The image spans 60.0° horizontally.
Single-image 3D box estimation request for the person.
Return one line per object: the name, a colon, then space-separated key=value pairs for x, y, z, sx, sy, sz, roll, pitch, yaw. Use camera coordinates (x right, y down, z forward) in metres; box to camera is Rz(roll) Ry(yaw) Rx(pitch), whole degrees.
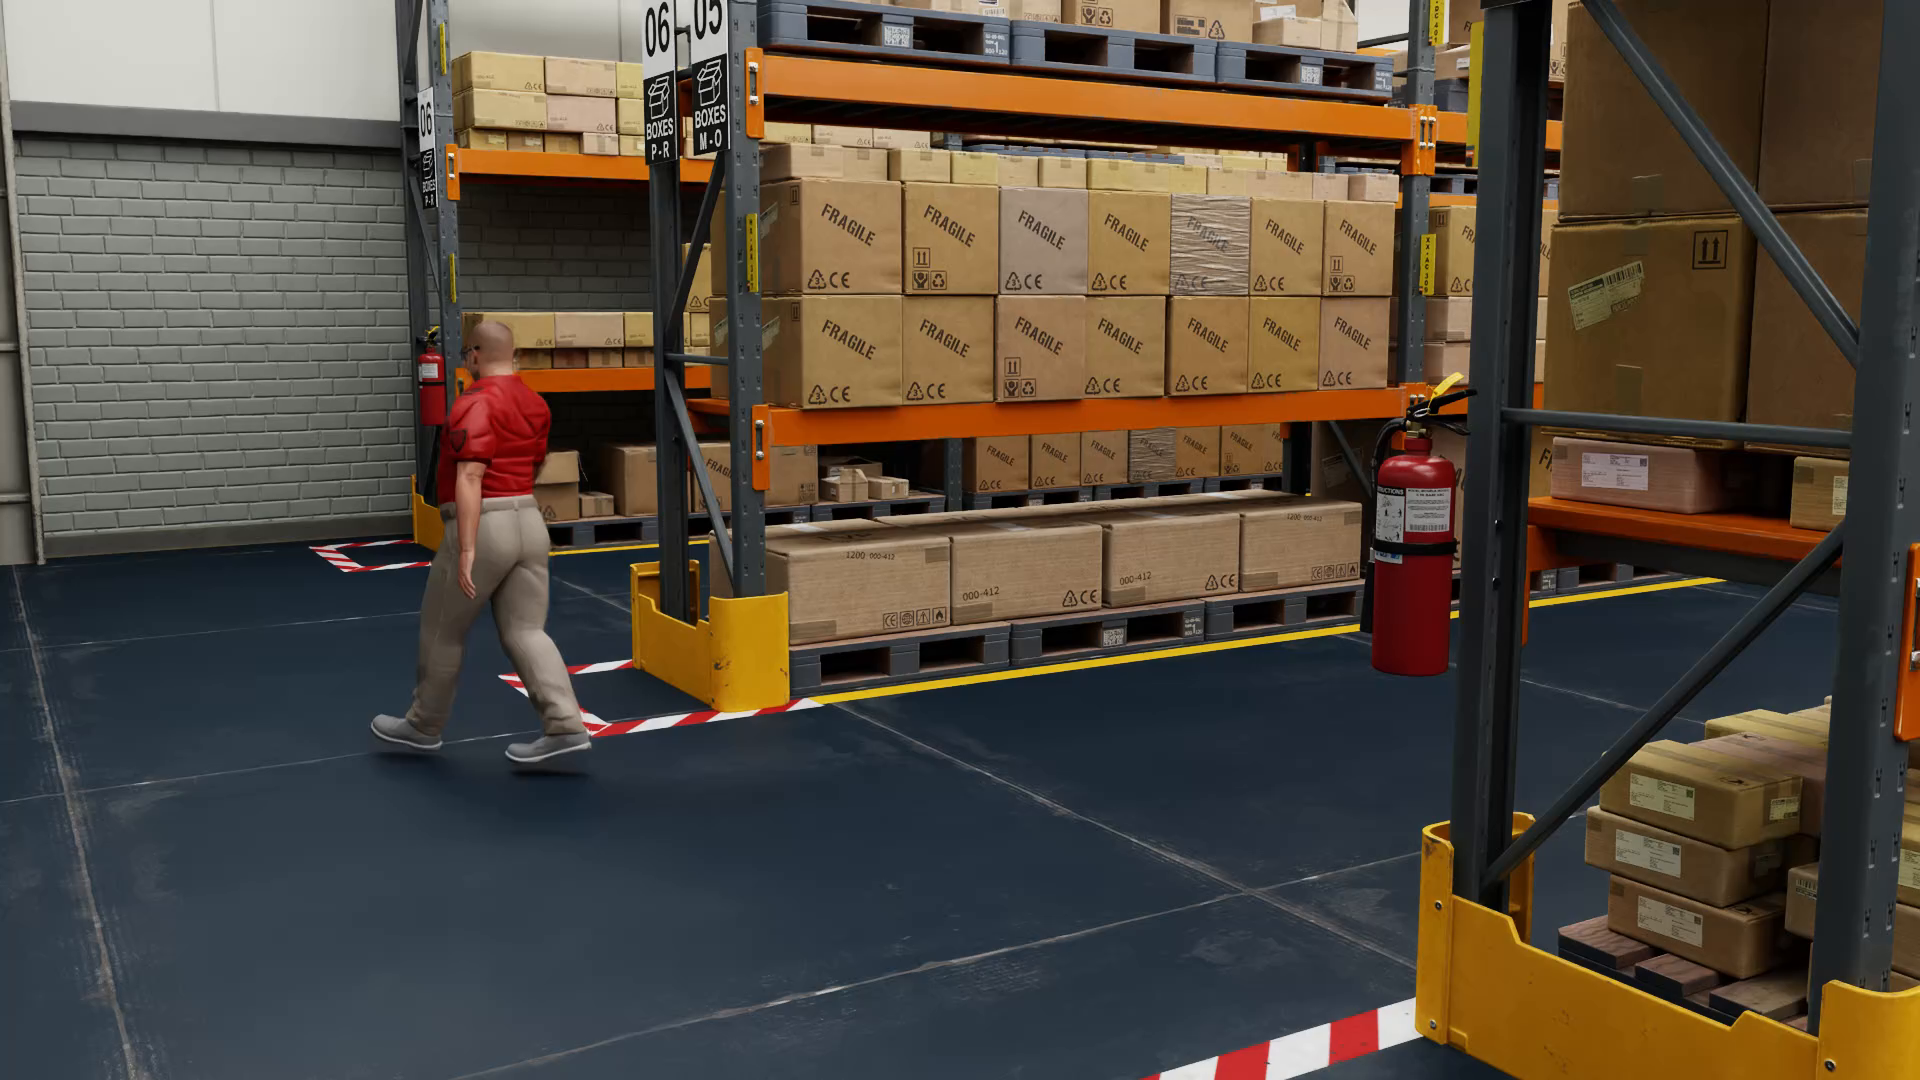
person: x=-1.857 y=0.000 z=6.366 sx=0.984 sy=1.668 sz=0.623 roll=4 pitch=9 yaw=28
